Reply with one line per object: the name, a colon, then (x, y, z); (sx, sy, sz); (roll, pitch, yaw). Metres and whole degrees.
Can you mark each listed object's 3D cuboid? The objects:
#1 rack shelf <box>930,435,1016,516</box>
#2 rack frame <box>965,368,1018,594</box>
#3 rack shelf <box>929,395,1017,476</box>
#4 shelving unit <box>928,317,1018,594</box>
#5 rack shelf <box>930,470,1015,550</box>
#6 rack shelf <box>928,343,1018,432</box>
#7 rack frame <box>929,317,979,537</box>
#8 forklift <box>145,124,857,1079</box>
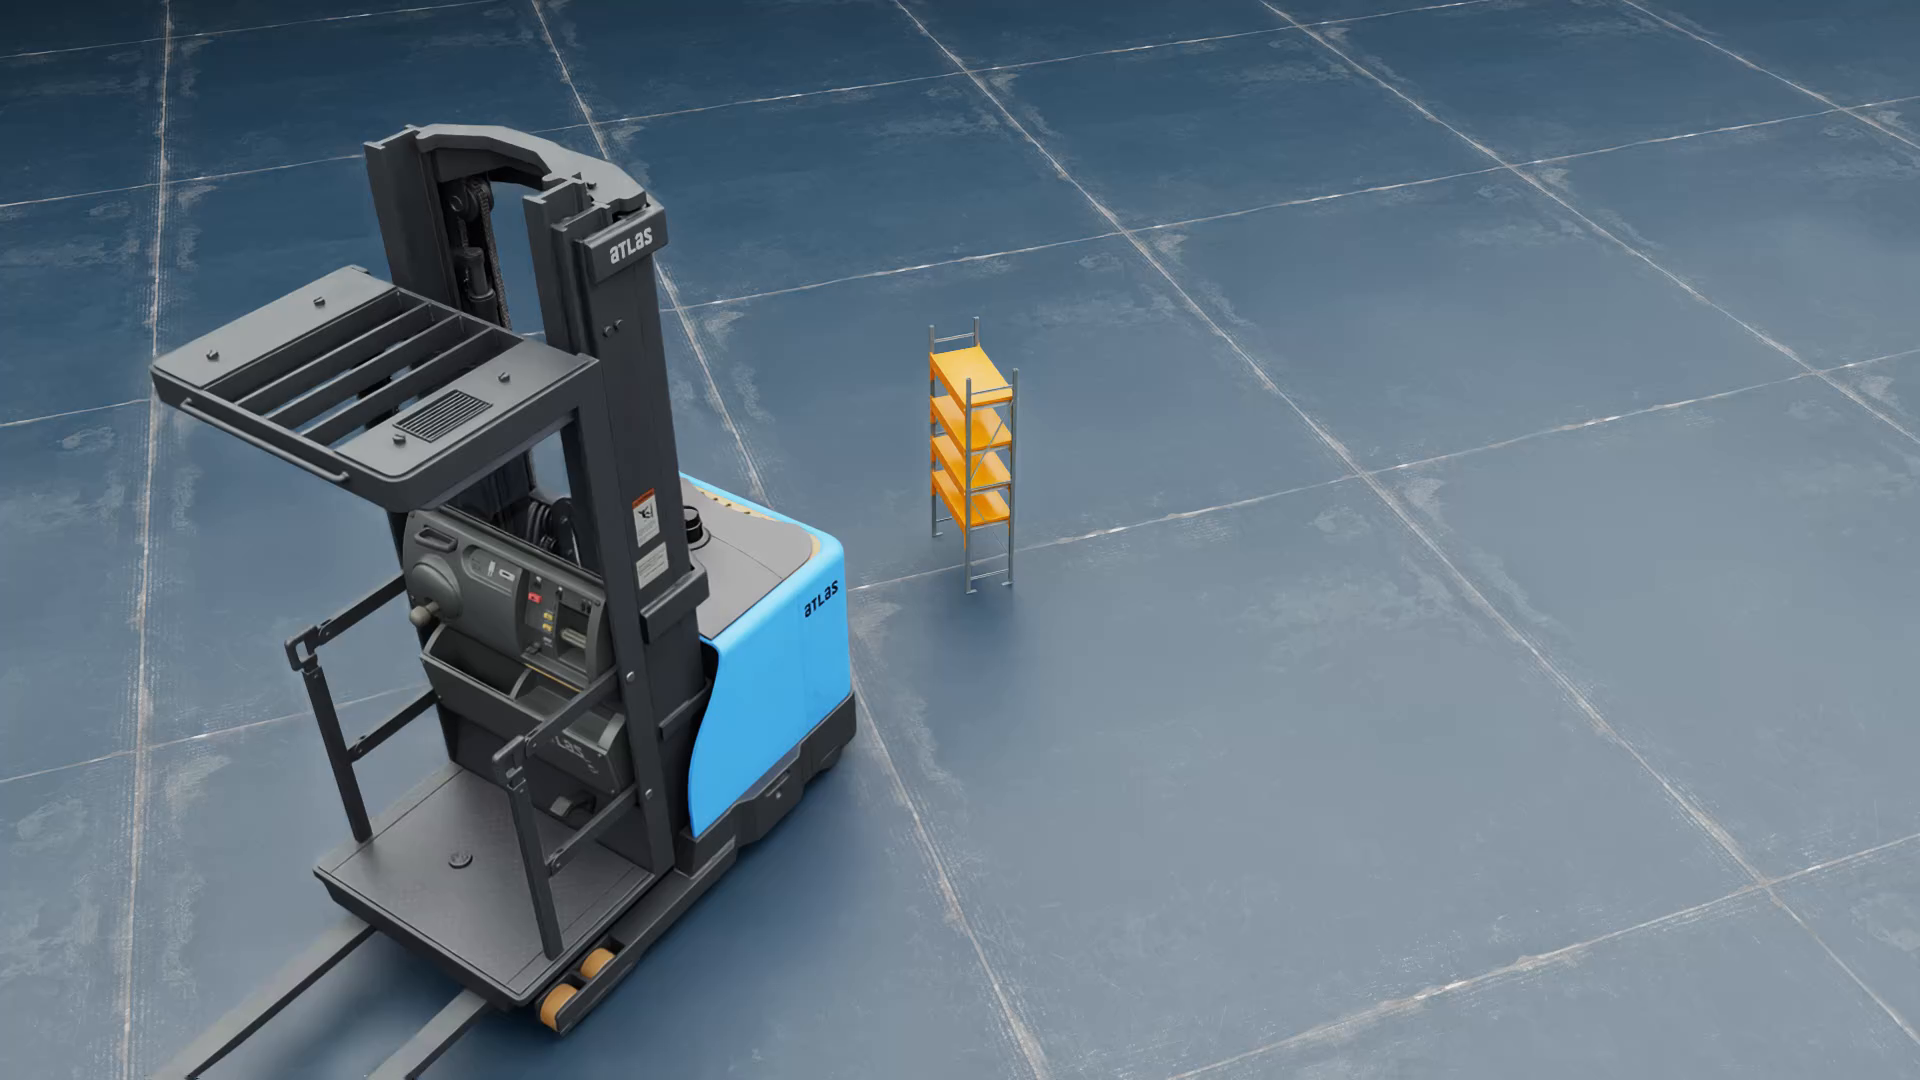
rack shelf: (0.057, -0.332, 7.866); (0.258, 0.148, 0.480); (-12, 39, -16)
rack frame: (0.141, -0.248, 7.642); (0.240, 1.200, 0.015); (-12, 39, -16)
rack shelf: (0.057, -0.511, 7.731); (0.258, 0.148, 0.480); (-12, 39, -16)
shelving unit: (0.057, -0.386, 7.825); (0.258, 1.200, 0.503); (-12, 39, -16)
rack shelf: (0.057, -0.173, 7.985); (0.258, 0.148, 0.480); (-12, 39, -16)
rack shelf: (0.057, -0.700, 7.589); (0.258, 0.148, 0.480); (-12, 39, -16)
rack frame: (-0.027, -0.524, 8.008); (0.240, 1.200, 0.015); (-12, 39, -16)
forklift: (-1.678, 0.263, 5.526); (1.130, 2.935, 3.031); (22, 42, 26)
